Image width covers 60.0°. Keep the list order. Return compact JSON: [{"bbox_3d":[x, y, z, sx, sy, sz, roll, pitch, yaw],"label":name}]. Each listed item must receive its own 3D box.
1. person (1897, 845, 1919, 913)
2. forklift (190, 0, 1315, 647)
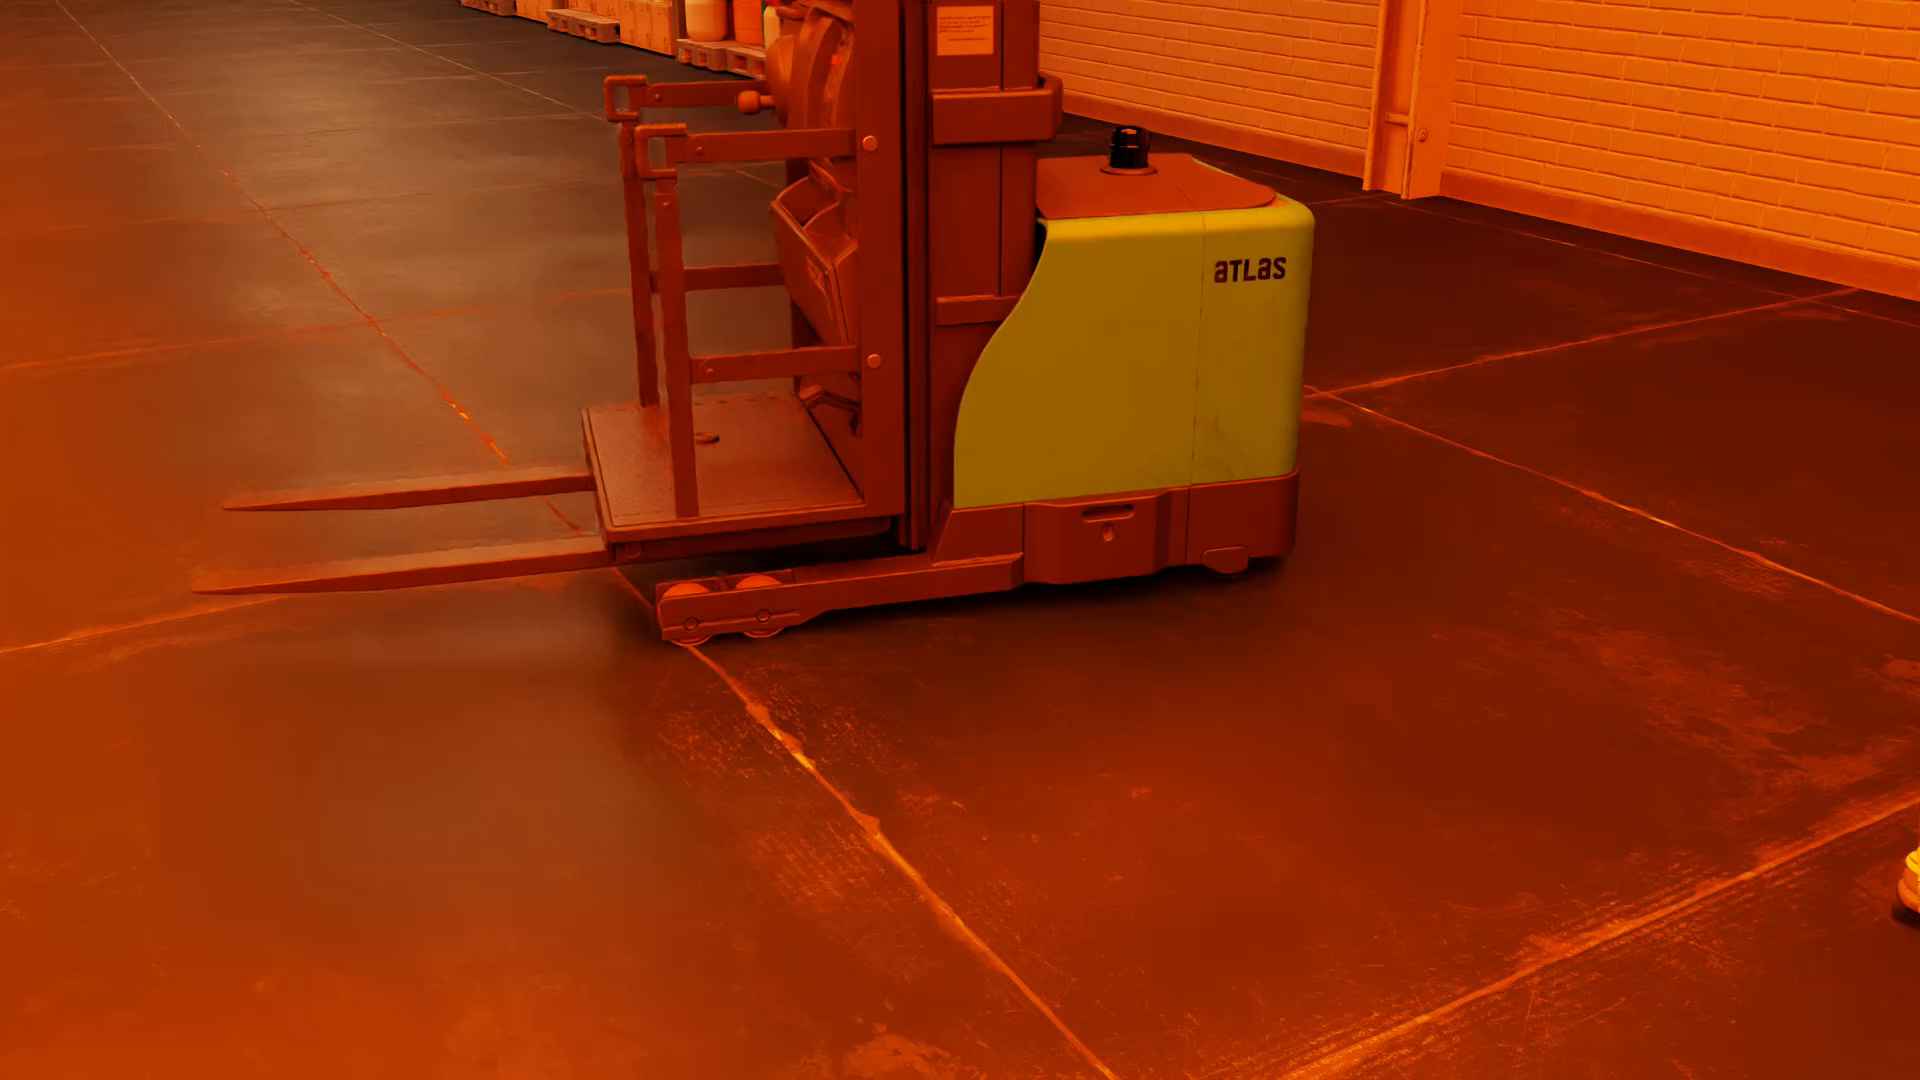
[{"bbox_3d":[2.095,0.053,2.705,0.762,1.762,0.996,18,28,36],"label":"person"},{"bbox_3d":[-0.588,-1.294,4.426,3.031,2.935,1.130,-6,23,-14],"label":"forklift"}]
